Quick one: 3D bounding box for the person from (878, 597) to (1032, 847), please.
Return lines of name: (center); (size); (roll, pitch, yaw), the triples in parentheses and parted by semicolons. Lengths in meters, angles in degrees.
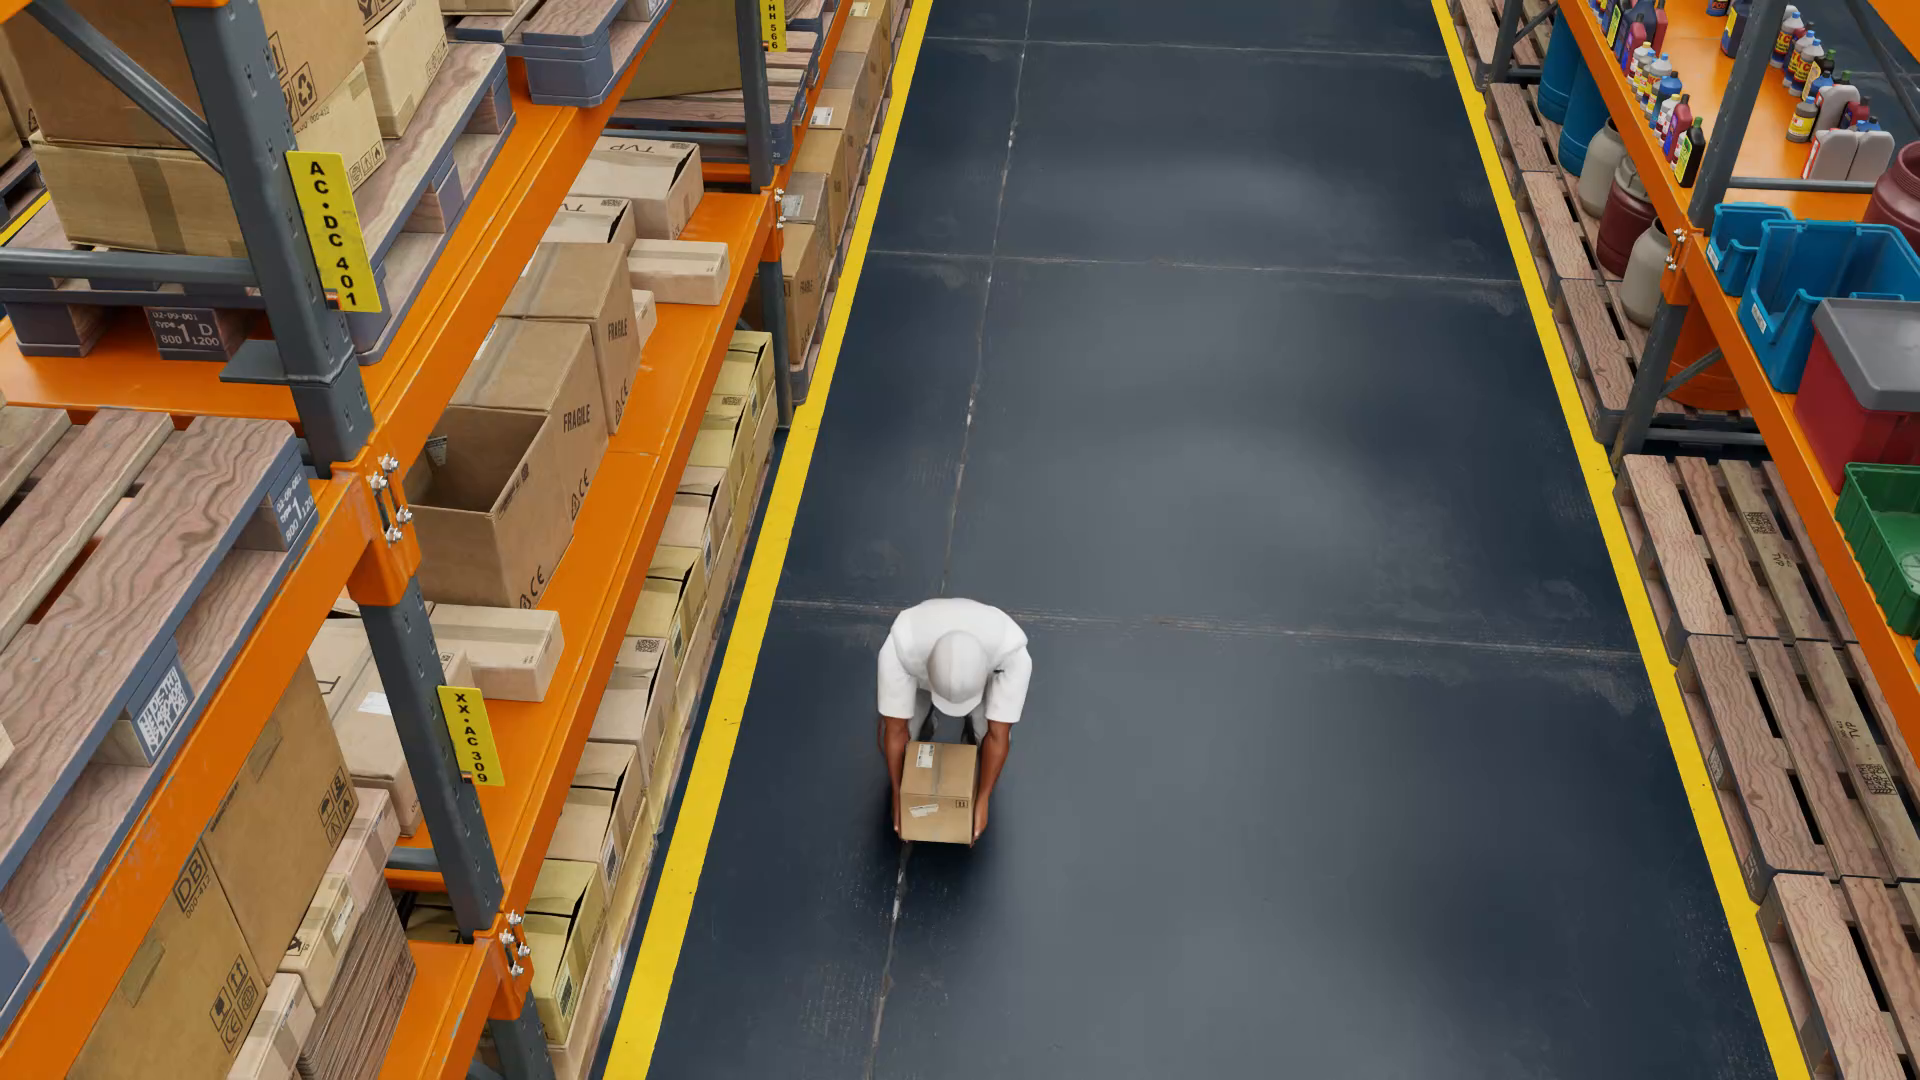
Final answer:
person: (-0.017, 0.555, 6.073); (0.551, 1.007, 0.904); (3, 40, 3)
